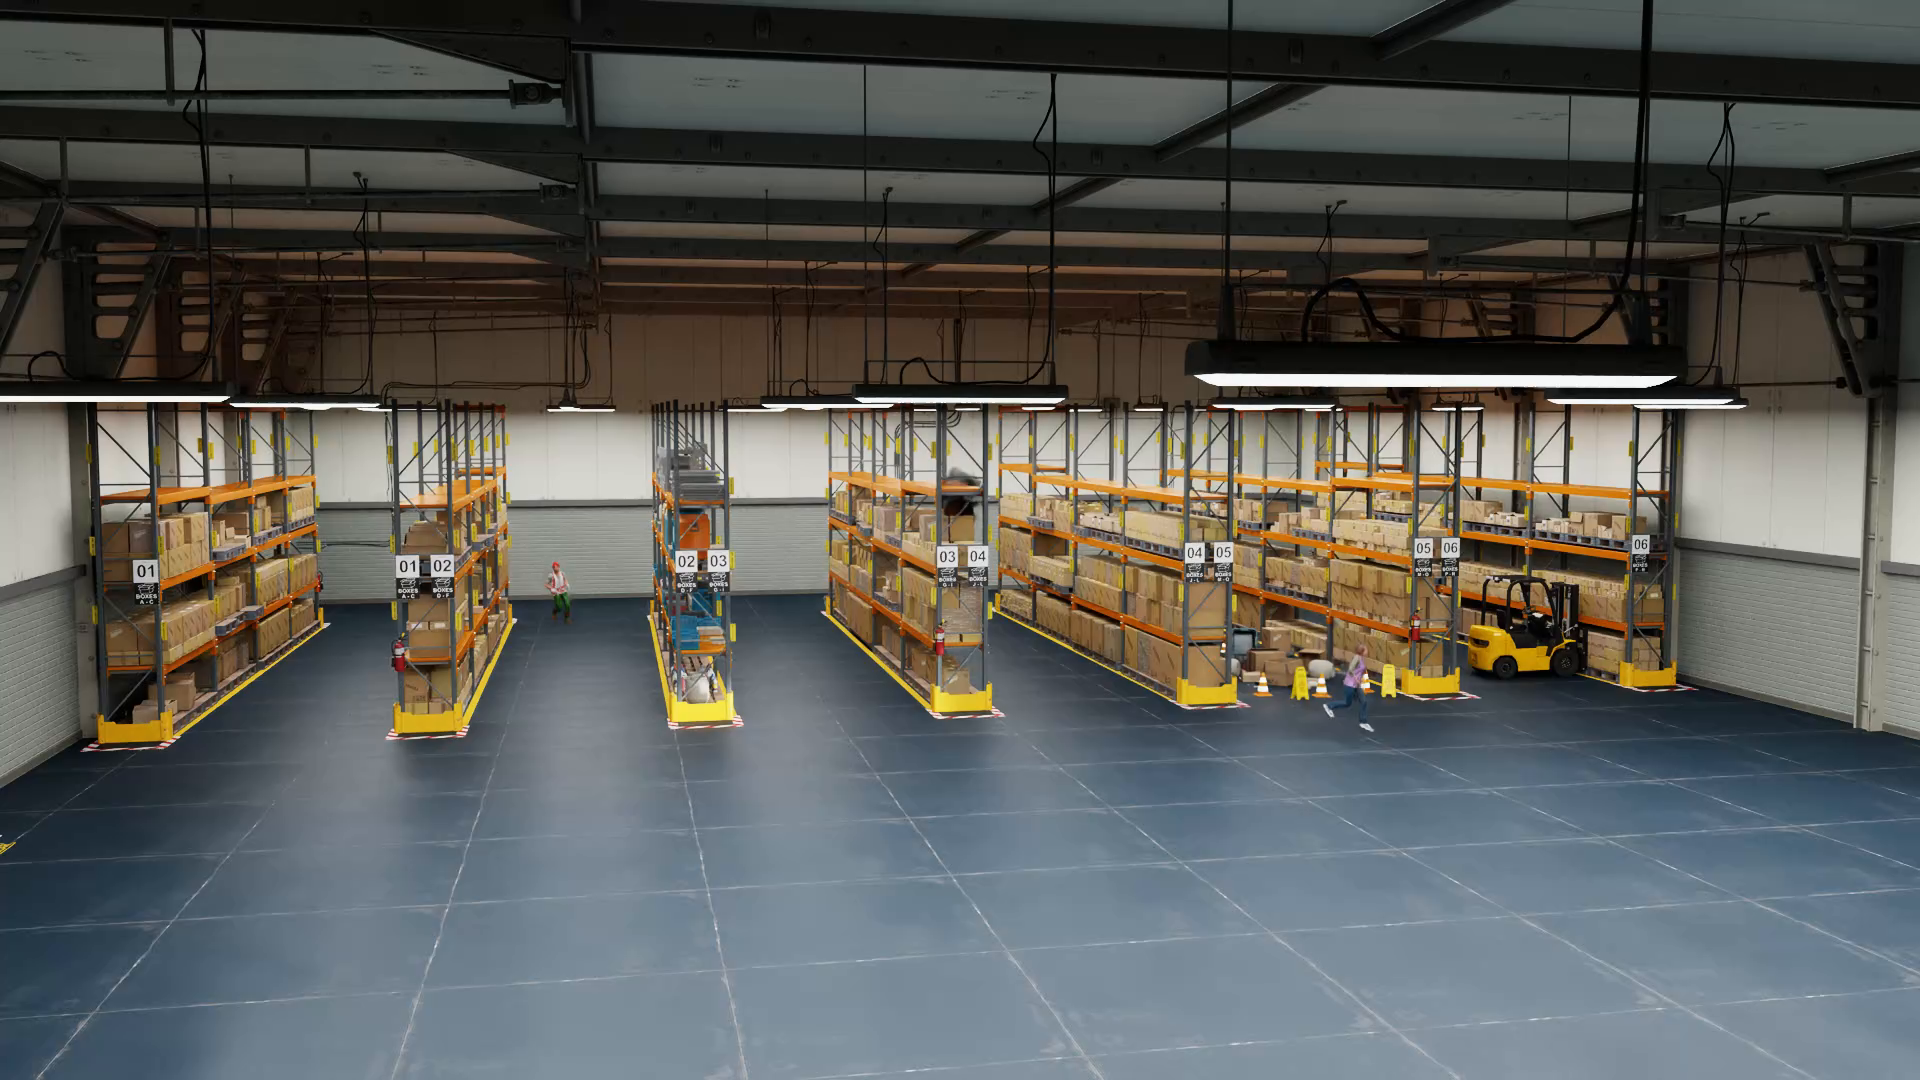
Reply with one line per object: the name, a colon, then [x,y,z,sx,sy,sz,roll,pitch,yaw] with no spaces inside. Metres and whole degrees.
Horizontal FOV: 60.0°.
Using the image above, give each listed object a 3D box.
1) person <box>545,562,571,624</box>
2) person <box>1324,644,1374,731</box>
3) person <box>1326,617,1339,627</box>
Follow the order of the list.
person: [-11.012,1.451,45.533,0.668,1.707,0.581,-4,6,-40]
person: [7.108,2.670,30.334,0.940,1.586,0.540,3,5,32]
person: [9.686,1.591,43.047,0.728,1.789,1.112,-1,4,-10]
